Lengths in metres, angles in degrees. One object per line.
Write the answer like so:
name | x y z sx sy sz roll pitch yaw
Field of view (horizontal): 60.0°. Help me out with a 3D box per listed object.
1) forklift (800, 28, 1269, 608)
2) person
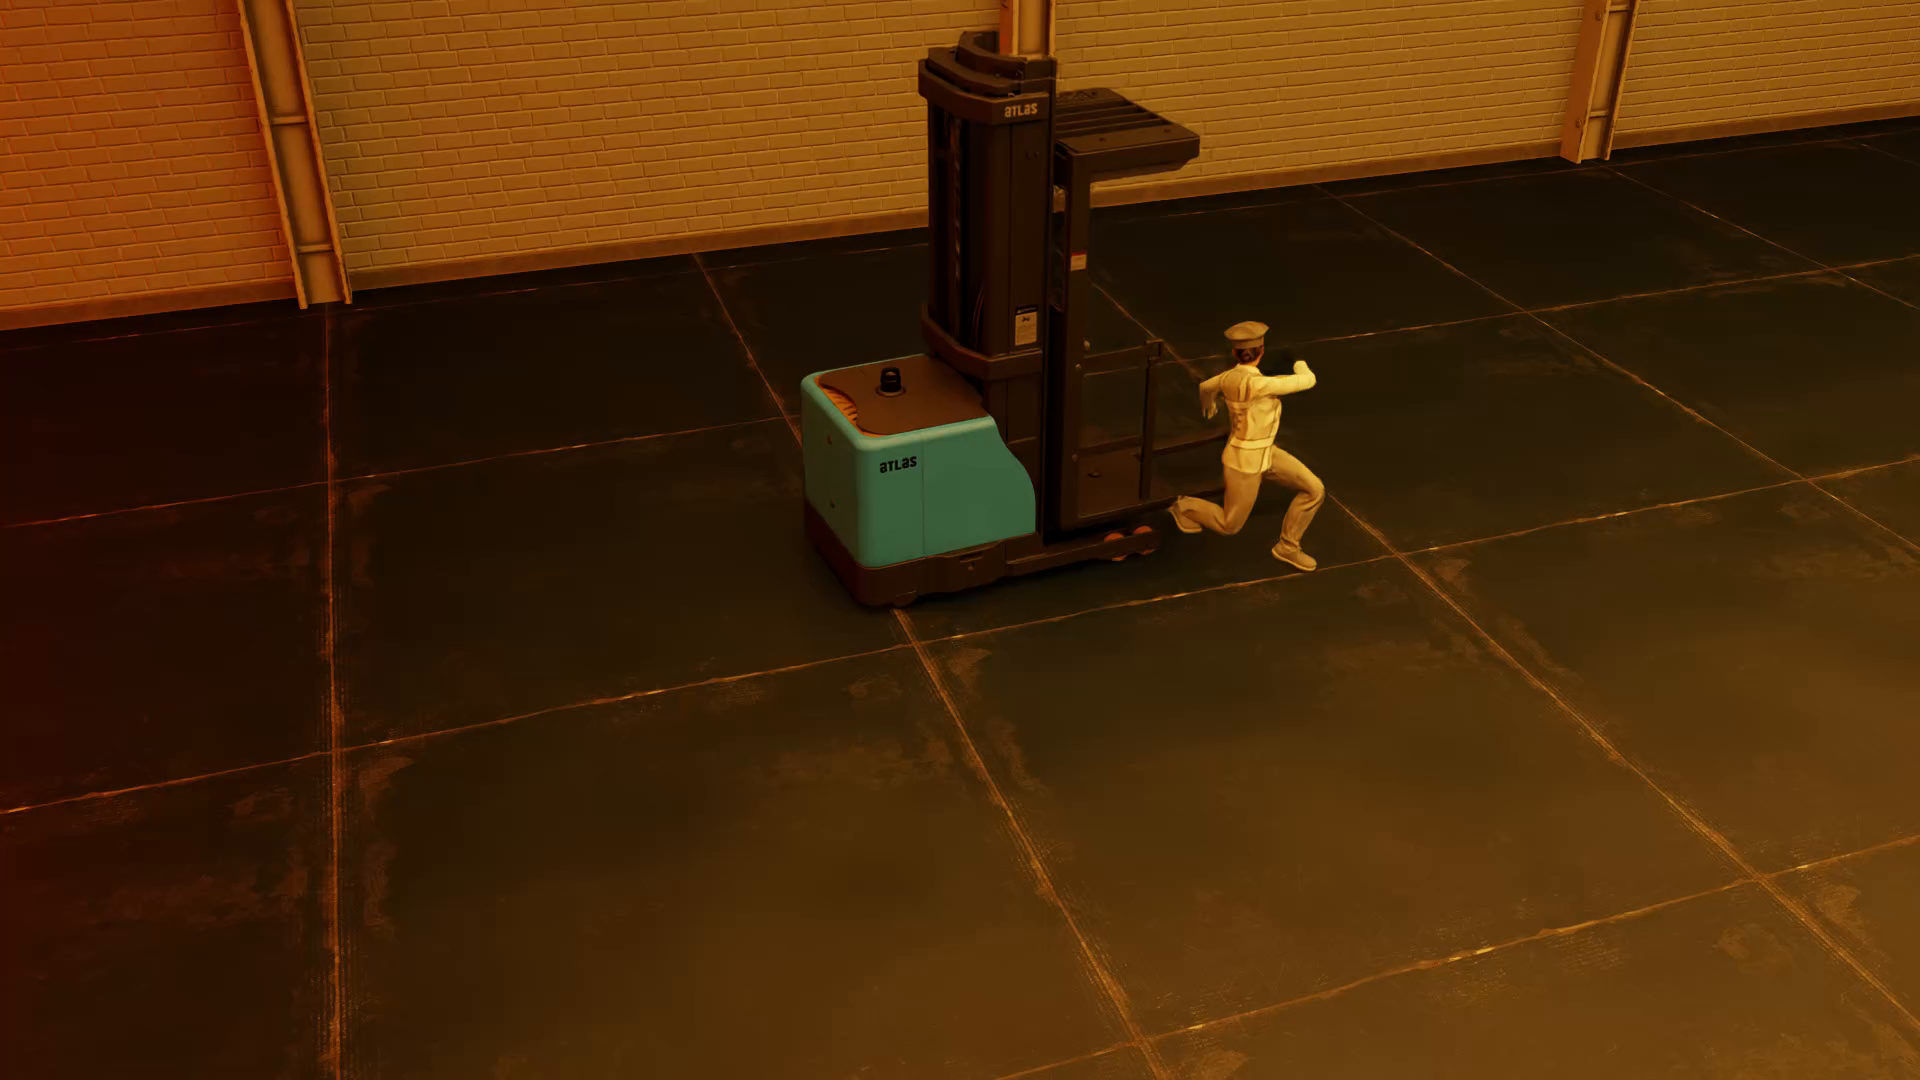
forklift | 0.634 -1.372 9.471 3.031 2.935 1.130 -13 32 -21
person | 1.712 -0.590 9.604 0.886 1.411 0.743 10 31 16
